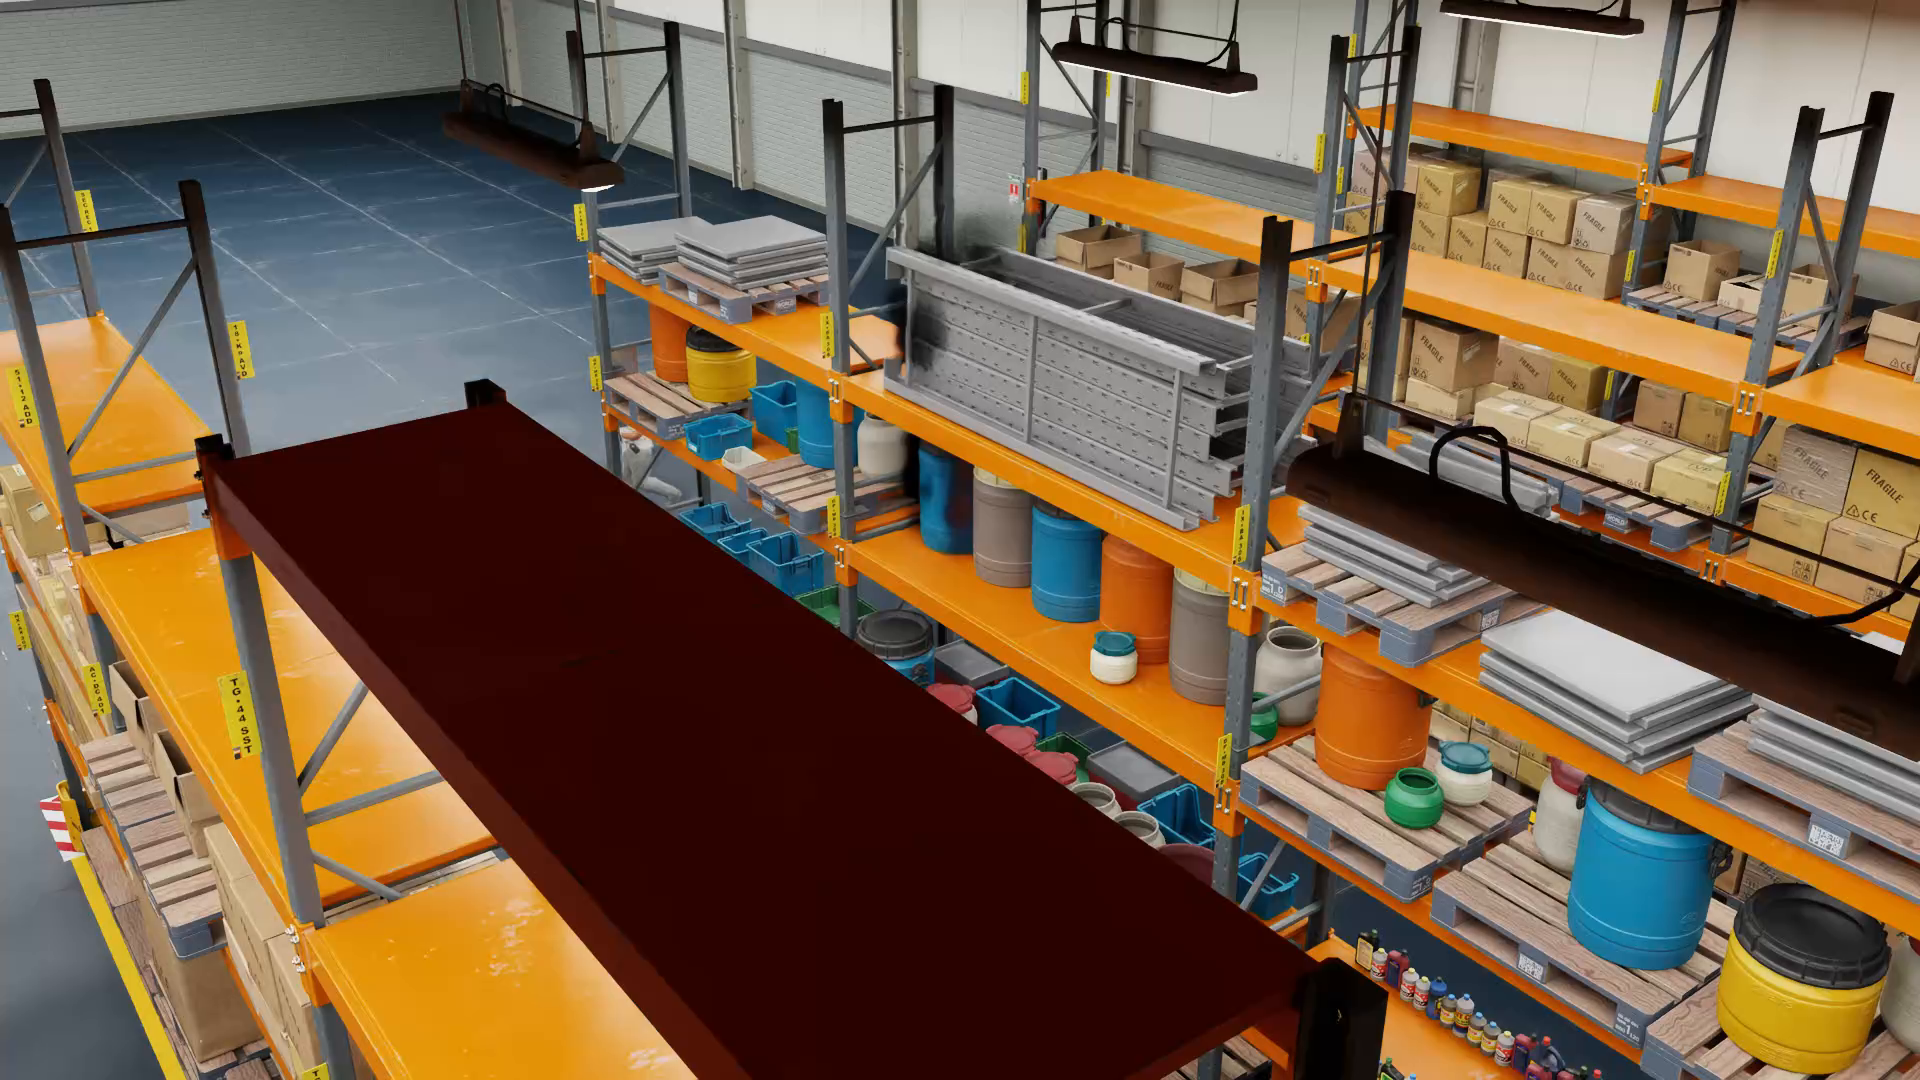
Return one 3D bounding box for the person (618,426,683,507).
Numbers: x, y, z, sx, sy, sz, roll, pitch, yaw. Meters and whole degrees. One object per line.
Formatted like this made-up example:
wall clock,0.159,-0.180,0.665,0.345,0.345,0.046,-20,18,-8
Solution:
person,-3.727,-1.055,19.275,0.918,1.643,0.614,-6,25,-13
